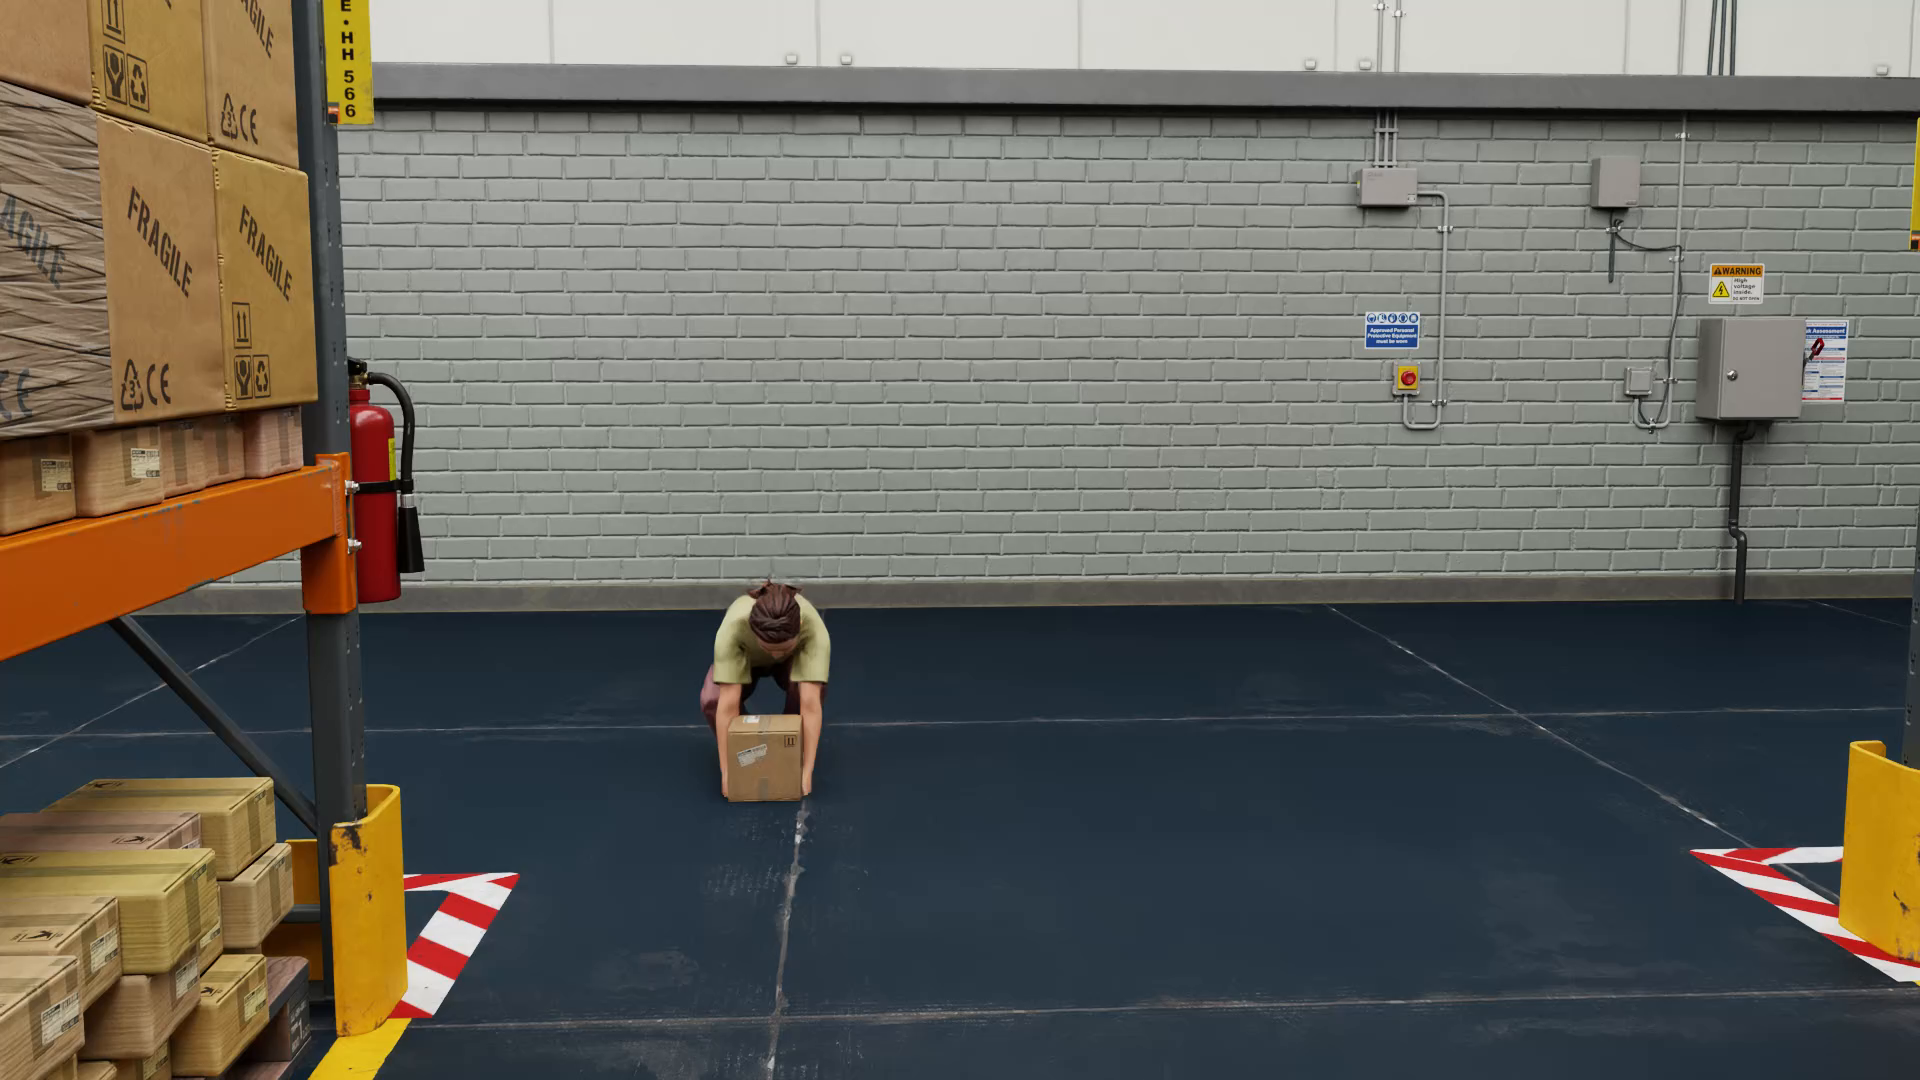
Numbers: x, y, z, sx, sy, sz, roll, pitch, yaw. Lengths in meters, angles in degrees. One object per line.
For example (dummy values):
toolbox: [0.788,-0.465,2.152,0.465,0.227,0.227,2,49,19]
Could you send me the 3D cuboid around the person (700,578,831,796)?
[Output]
person: [-0.711,0.519,6.124,0.472,0.806,0.831,-1,7,-4]
